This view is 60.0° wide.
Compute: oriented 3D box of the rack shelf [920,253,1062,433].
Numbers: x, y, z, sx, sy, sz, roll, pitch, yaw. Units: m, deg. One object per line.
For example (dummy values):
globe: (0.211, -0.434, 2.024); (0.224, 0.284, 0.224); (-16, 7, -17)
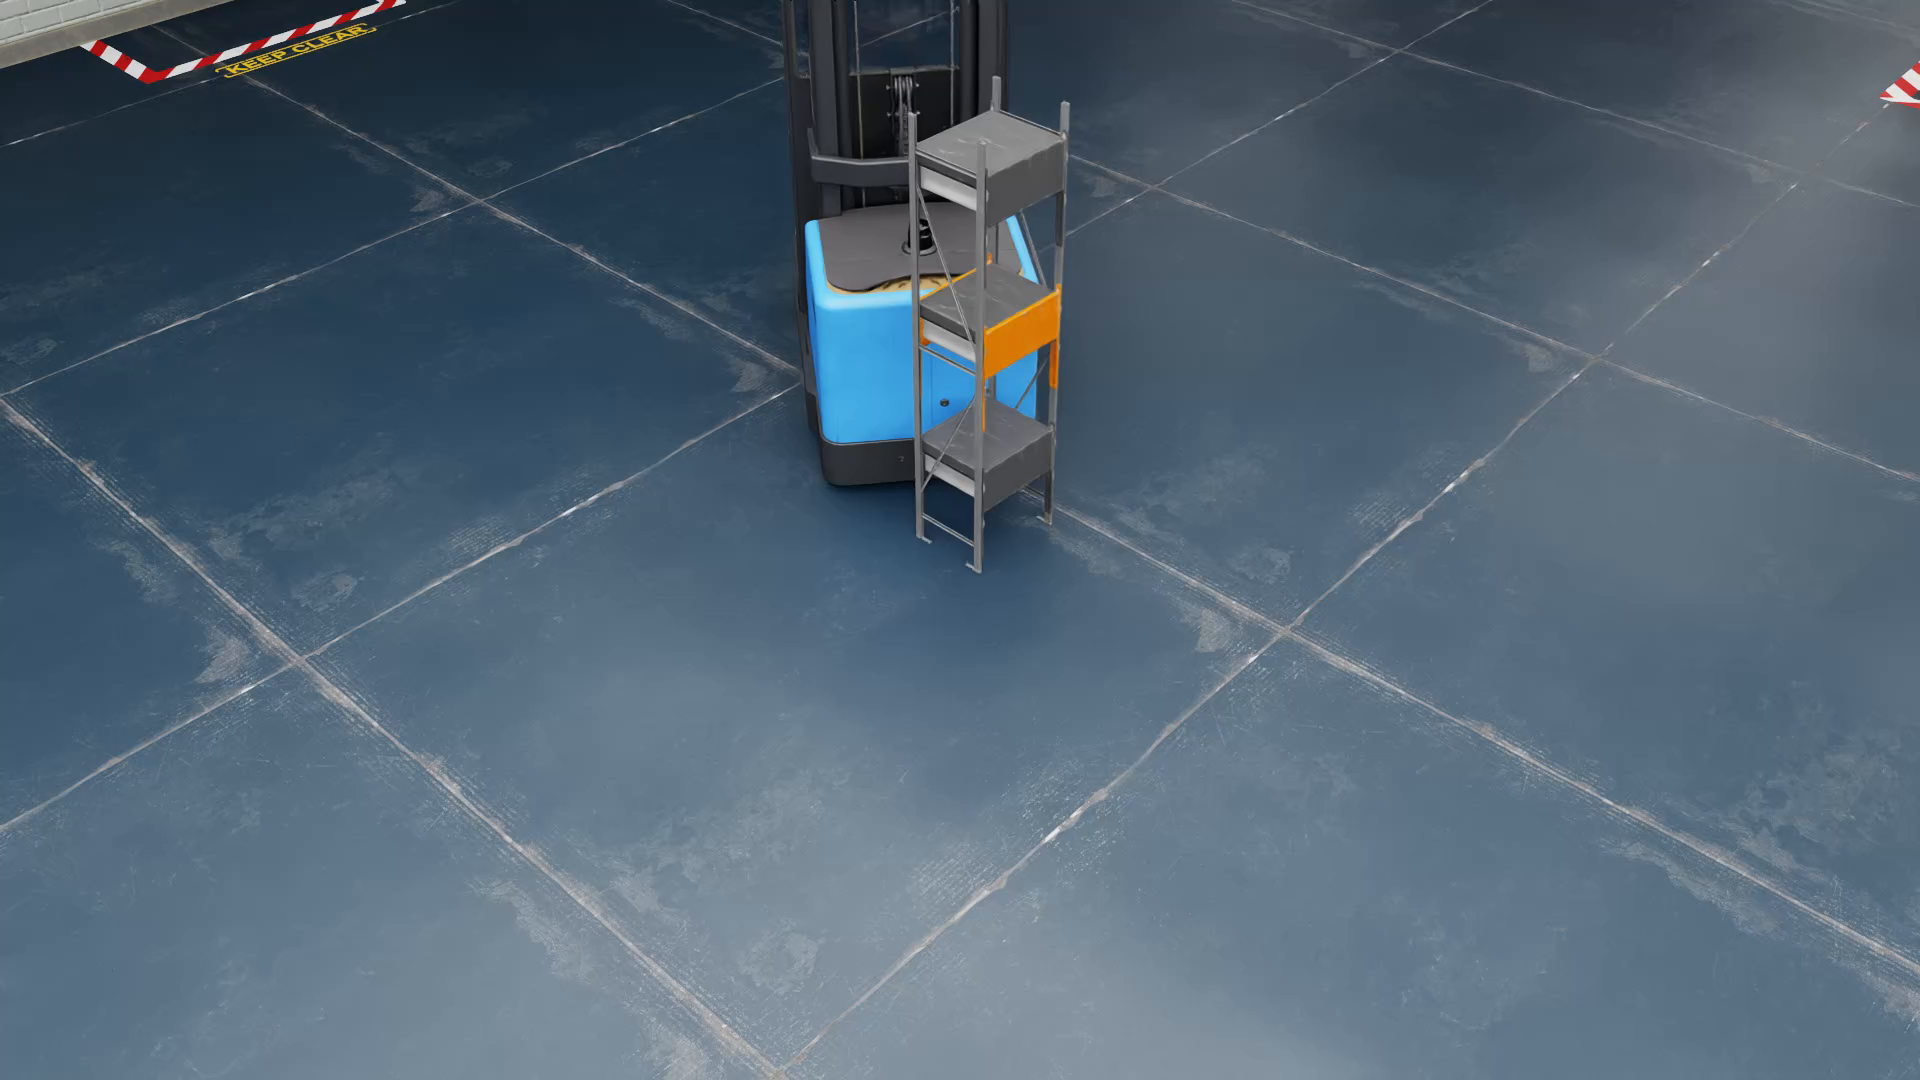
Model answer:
rack shelf: (0.115, -0.853, 7.158); (0.431, 0.518, 0.480); (30, 48, 32)

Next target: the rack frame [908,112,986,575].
rack frame: (-0.052, -0.754, 7.011); (0.400, 2.100, 0.015); (30, 48, 32)

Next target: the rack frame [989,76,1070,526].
rack frame: (0.282, -0.975, 7.289); (0.400, 2.100, 0.015); (30, 48, 32)

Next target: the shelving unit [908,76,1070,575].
shelving unit: (0.115, -0.864, 7.150); (0.431, 2.100, 0.503); (30, 48, 32)

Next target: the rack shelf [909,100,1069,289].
rack shelf: (0.115, -1.401, 6.722); (0.431, 0.518, 0.480); (30, 48, 32)

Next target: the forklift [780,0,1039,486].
forklift: (-0.337, -2.320, 8.313); (1.130, 2.935, 3.031); (-5, 39, -6)

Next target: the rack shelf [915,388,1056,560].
rack shelf: (0.115, -0.306, 7.594); (0.431, 0.518, 0.480); (30, 48, 32)
